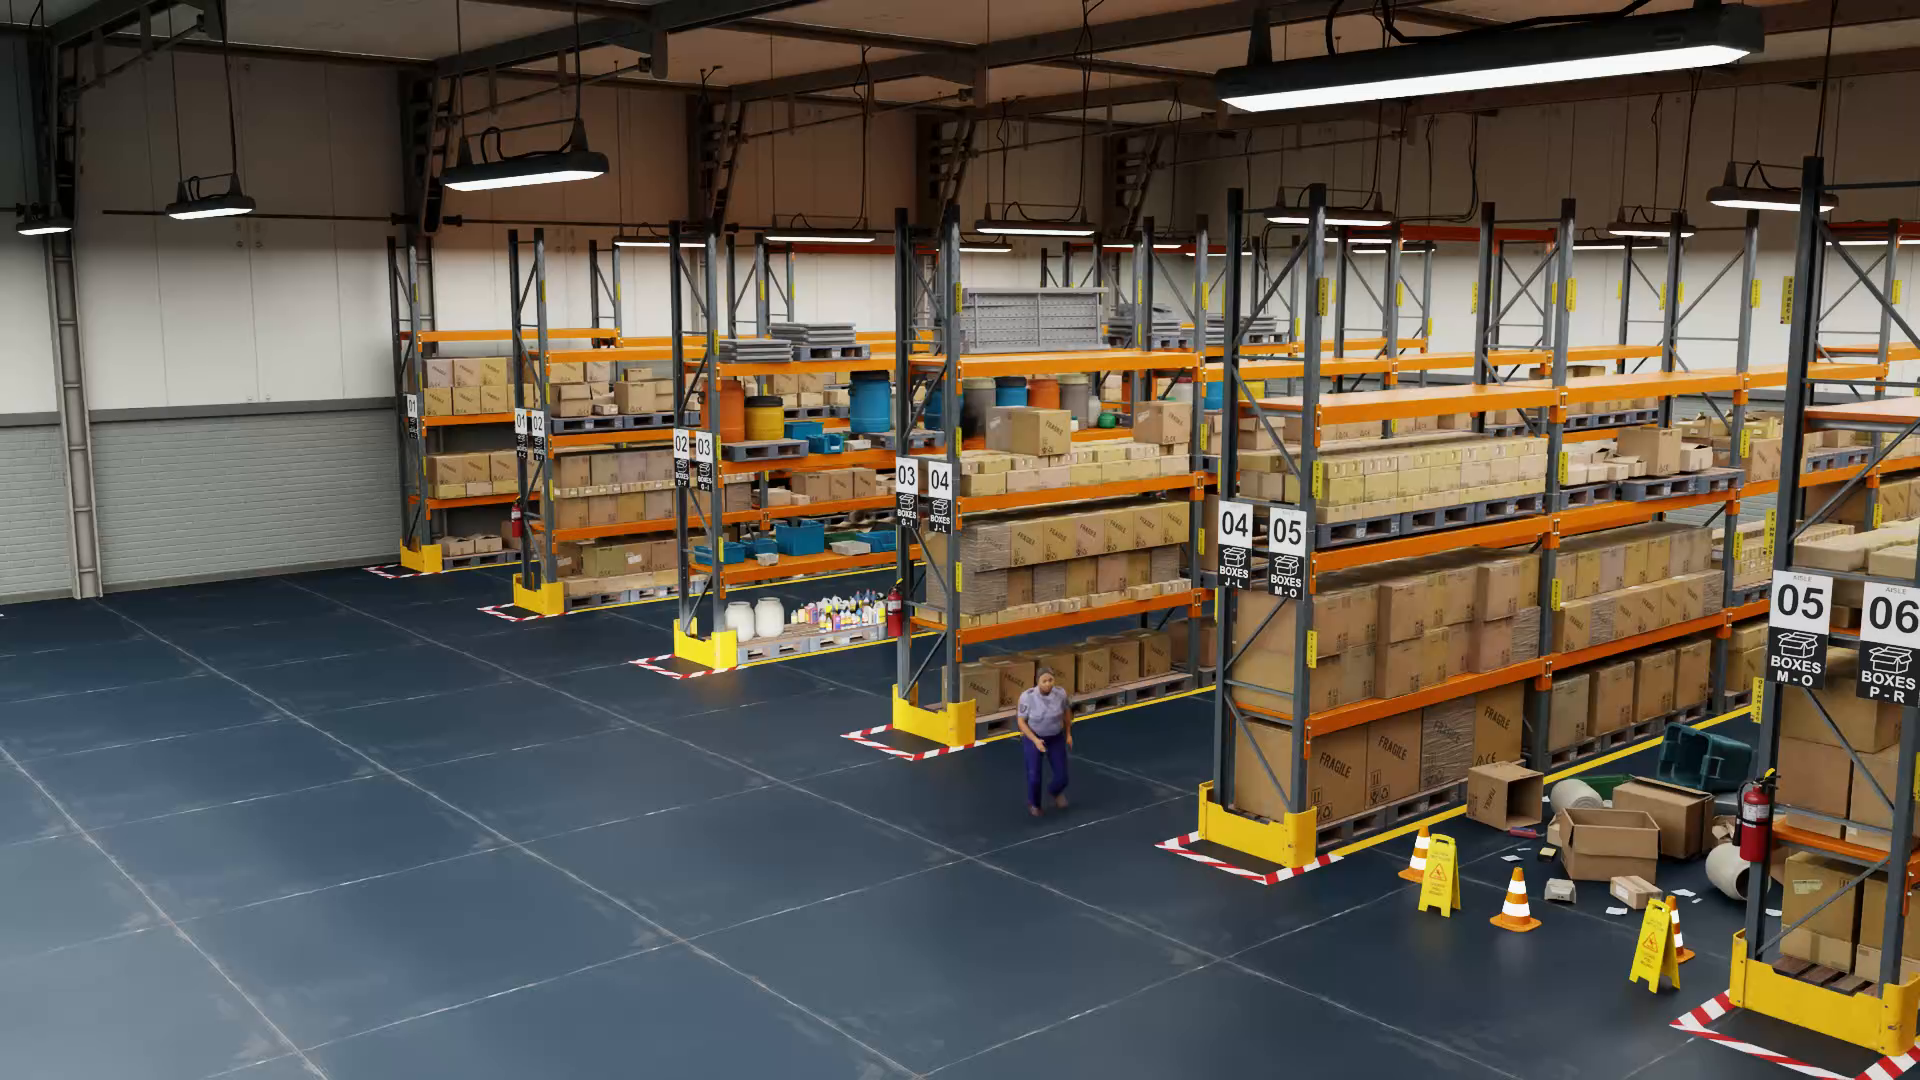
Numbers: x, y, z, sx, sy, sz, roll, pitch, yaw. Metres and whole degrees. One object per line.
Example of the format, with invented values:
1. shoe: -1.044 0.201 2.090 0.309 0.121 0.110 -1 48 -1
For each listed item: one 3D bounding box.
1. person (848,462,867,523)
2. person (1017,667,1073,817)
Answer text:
1. person: -1.998 -0.688 32.673 0.853 1.788 0.613 -6 10 -33
2. person: 0.819 1.985 16.080 0.575 1.596 0.738 -1 9 -7
